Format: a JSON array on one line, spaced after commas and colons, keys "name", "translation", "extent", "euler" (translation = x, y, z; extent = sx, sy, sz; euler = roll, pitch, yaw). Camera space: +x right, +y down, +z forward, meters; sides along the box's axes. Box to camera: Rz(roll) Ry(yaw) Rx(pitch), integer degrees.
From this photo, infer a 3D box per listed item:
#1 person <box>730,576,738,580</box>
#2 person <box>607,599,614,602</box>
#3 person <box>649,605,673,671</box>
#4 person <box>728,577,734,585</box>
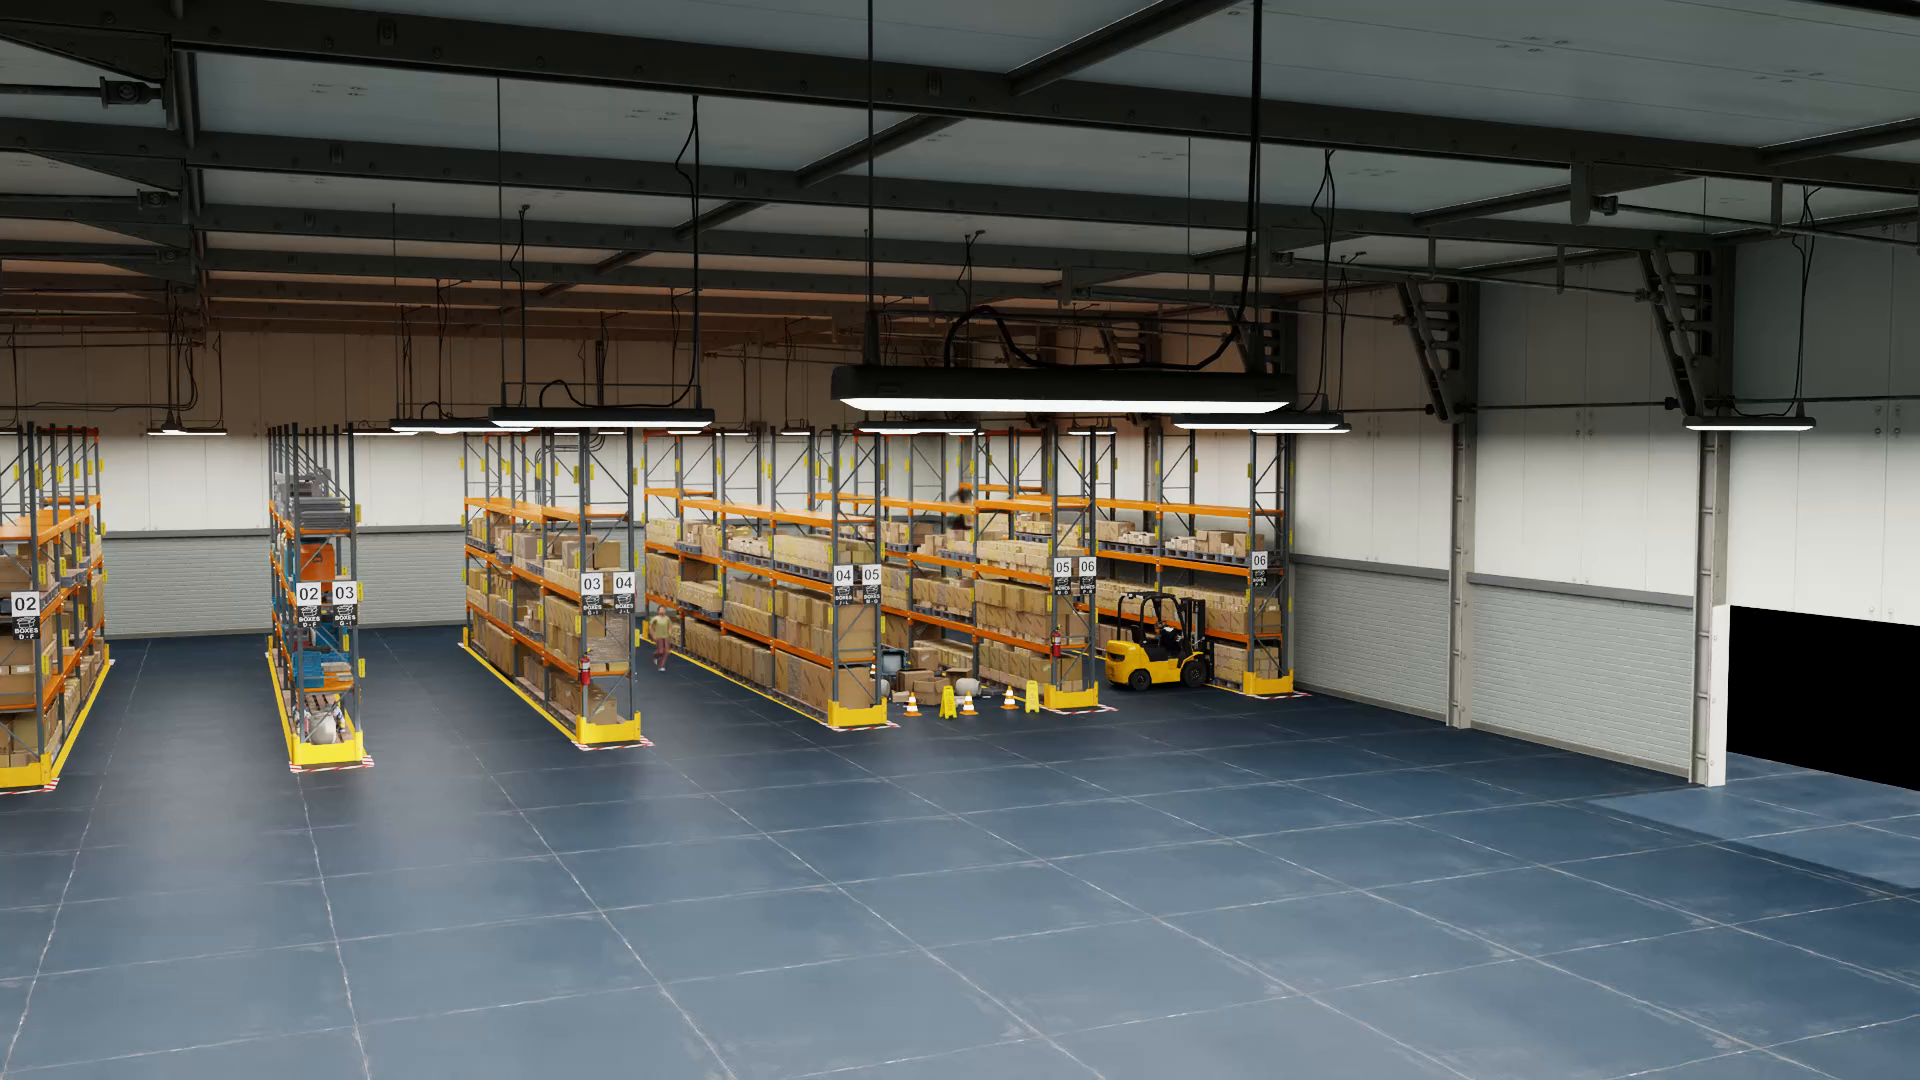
[{"name": "person", "translation": [-6.654, 1.873, 50.242], "extent": [0.698, 1.618, 0.609], "euler": [-2, 4, -34]}, {"name": "person", "translation": [-9.908, 1.971, 47.914], "extent": [0.724, 1.684, 0.559], "euler": [2, 4, 32]}, {"name": "person", "translation": [-7.342, 2.414, 40.945], "extent": [0.580, 1.621, 0.558], "euler": [-2, 4, -29]}, {"name": "person", "translation": [-6.566, 1.945, 47.632], "extent": [0.635, 1.765, 0.840], "euler": [-1, 4, -21]}]
